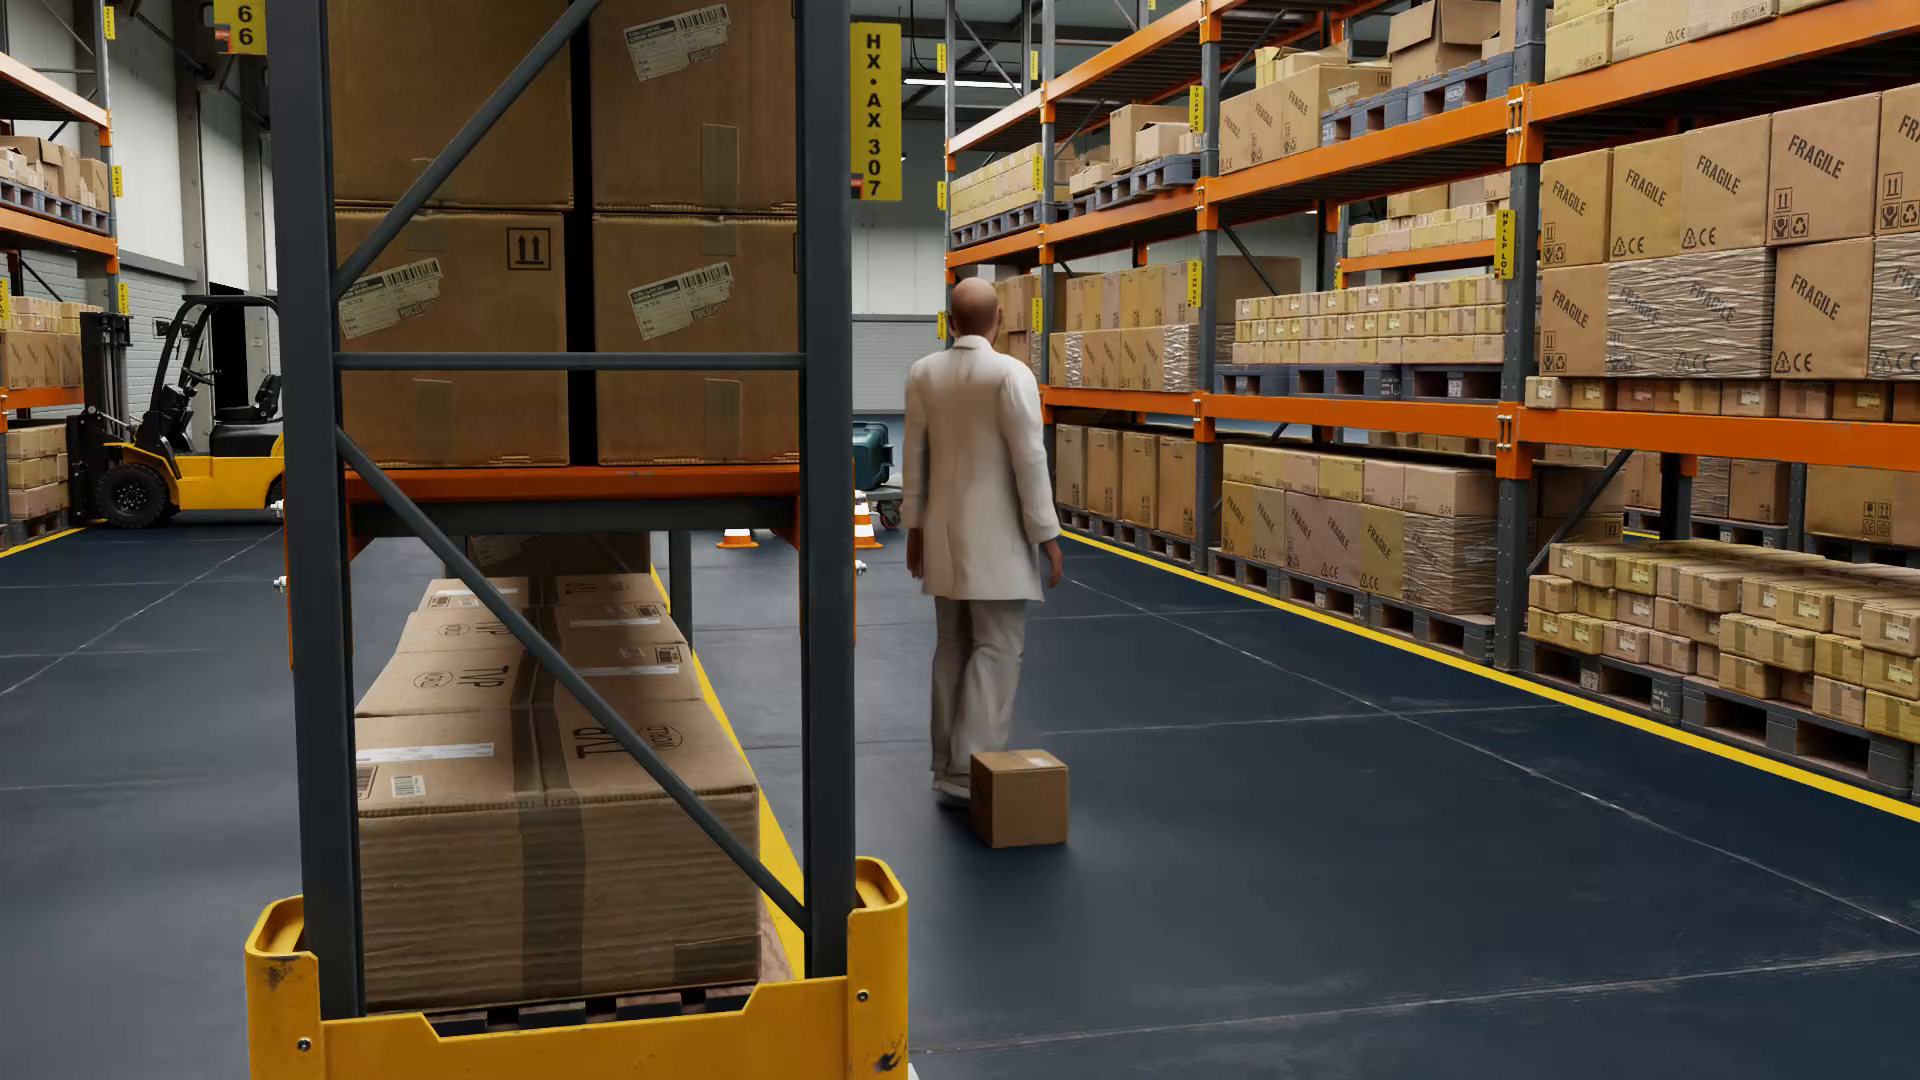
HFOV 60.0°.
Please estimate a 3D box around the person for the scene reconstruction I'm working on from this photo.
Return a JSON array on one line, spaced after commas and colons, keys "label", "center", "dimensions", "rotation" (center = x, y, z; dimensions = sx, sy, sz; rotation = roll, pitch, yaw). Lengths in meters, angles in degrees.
[{"label": "person", "center": [0.079, -0.006, 5.711], "dimensions": [0.440, 1.778, 0.703], "rotation": [-6, 8, -44]}]
